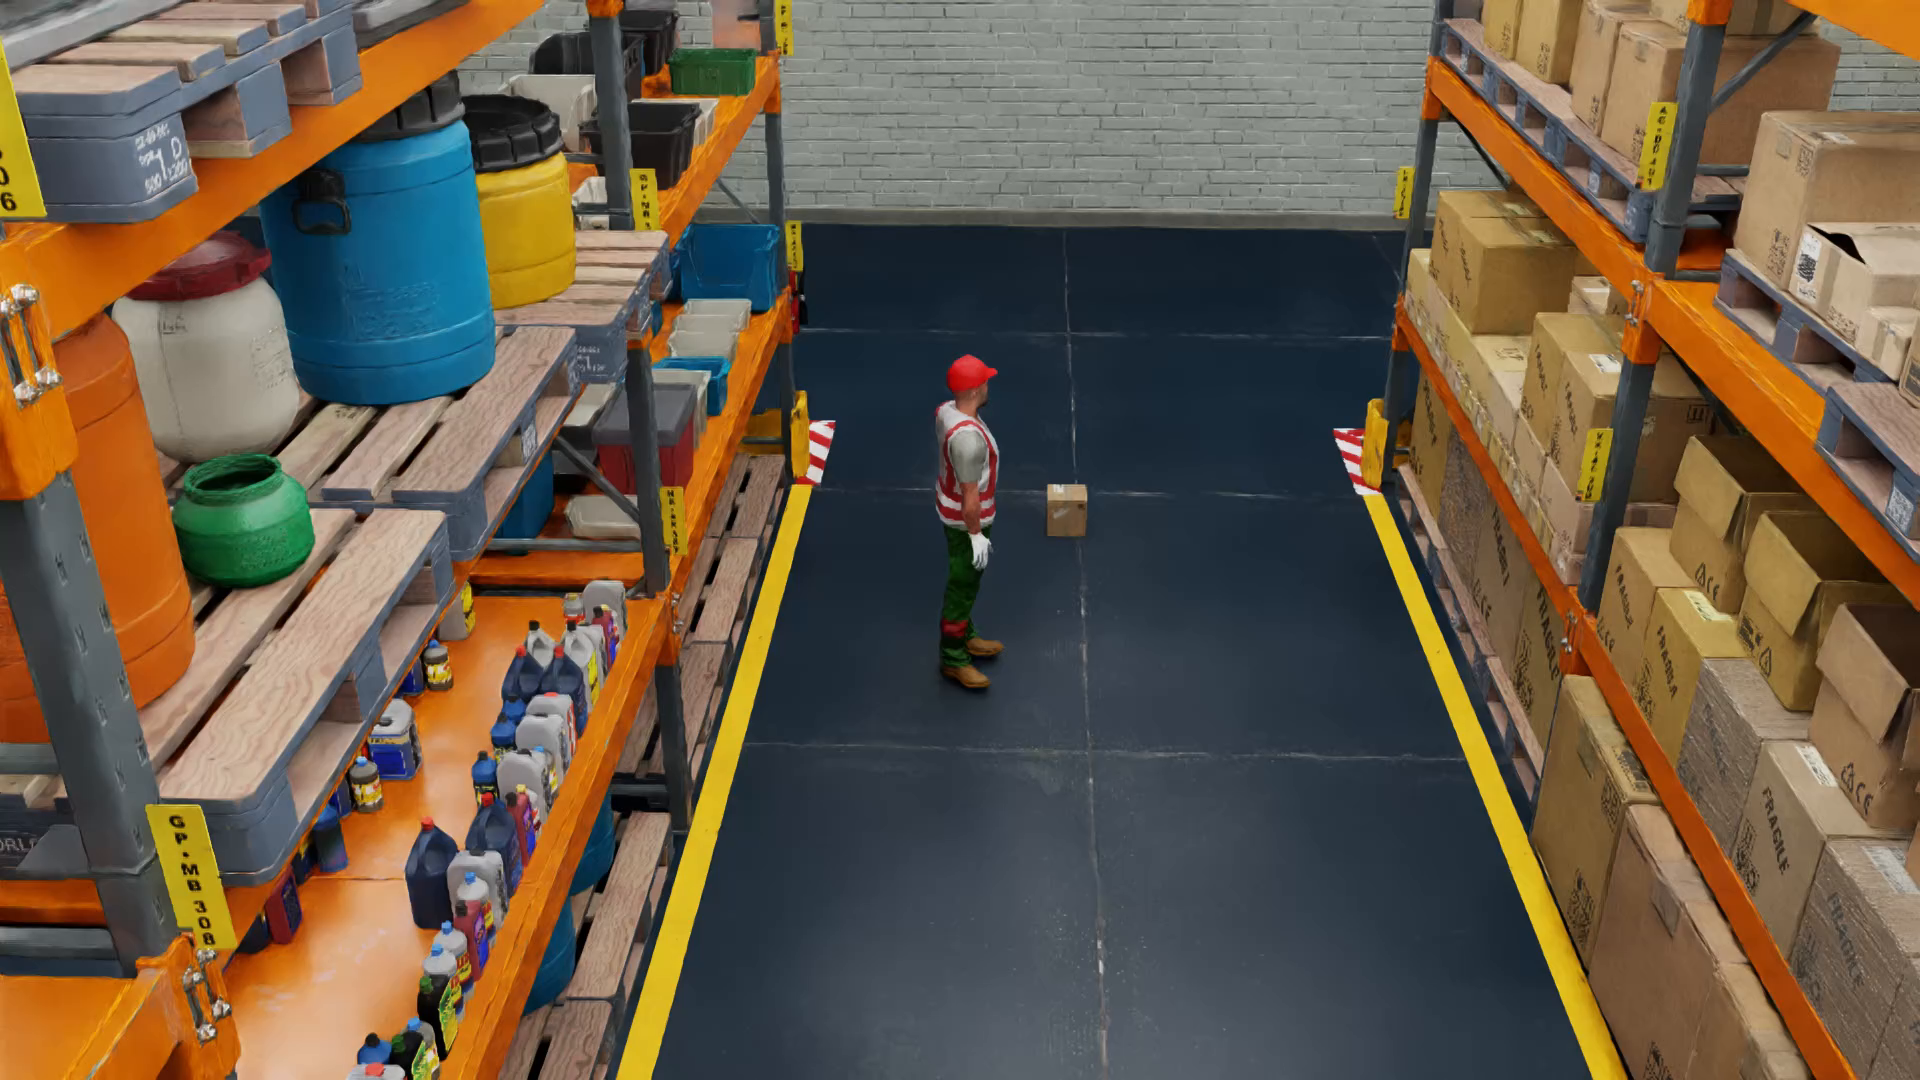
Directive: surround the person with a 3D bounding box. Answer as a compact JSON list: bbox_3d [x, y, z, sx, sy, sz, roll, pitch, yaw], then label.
[{"bbox_3d":[0.060,-0.124,8.766,0.377,1.797,0.632,-3,28,-5],"label":"person"}]
